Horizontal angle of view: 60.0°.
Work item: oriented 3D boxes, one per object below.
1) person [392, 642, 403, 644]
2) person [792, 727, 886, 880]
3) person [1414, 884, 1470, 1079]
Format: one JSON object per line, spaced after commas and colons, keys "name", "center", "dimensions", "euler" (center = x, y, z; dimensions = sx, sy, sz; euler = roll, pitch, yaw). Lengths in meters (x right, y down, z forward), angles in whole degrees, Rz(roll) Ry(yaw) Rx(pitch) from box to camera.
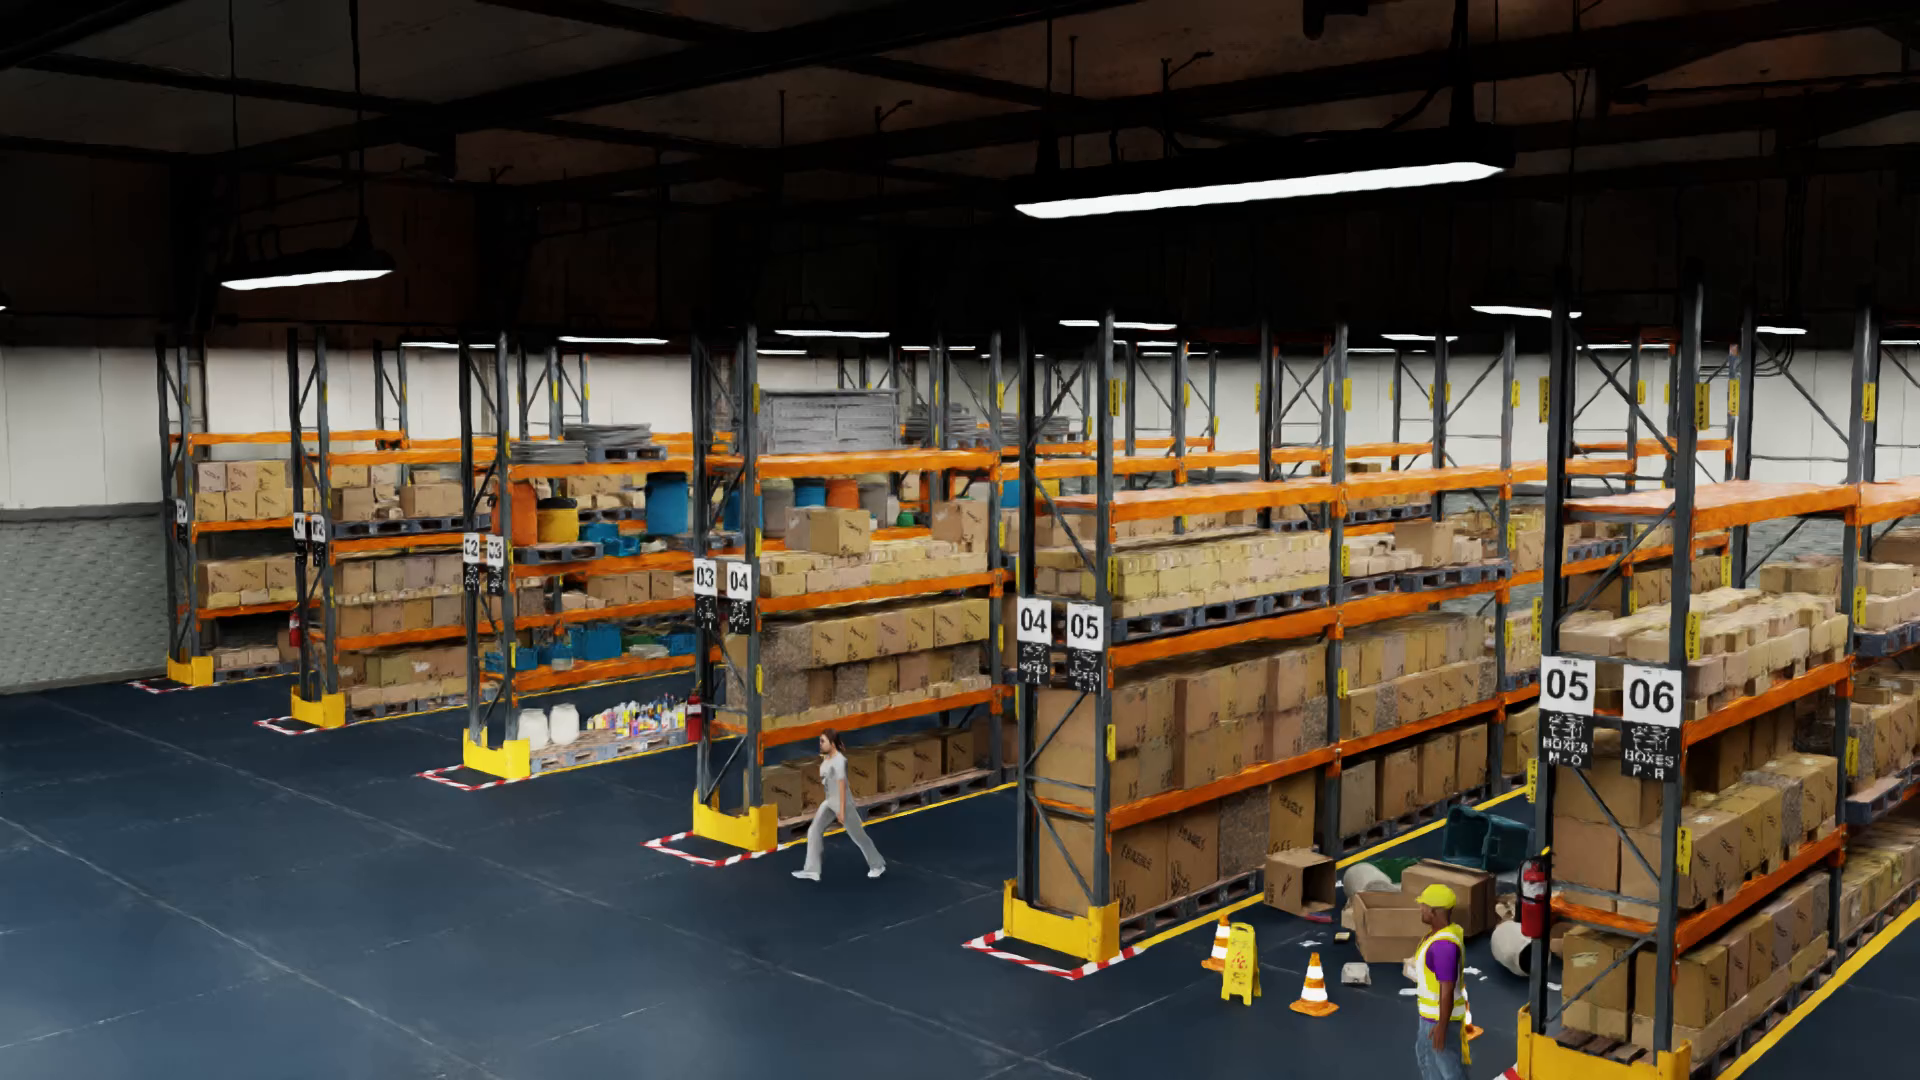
{"name": "person", "center": [-10.044, 1.533, 29.627], "dimensions": [0.706, 1.695, 0.838], "euler": [3, 6, 25]}
{"name": "person", "center": [-1.187, 2.742, 17.313], "dimensions": [0.827, 1.605, 0.491], "euler": [-3, 6, -26]}
{"name": "person", "center": [3.348, 3.233, 11.375], "dimensions": [0.544, 1.758, 0.662], "euler": [1, 6, 14]}
